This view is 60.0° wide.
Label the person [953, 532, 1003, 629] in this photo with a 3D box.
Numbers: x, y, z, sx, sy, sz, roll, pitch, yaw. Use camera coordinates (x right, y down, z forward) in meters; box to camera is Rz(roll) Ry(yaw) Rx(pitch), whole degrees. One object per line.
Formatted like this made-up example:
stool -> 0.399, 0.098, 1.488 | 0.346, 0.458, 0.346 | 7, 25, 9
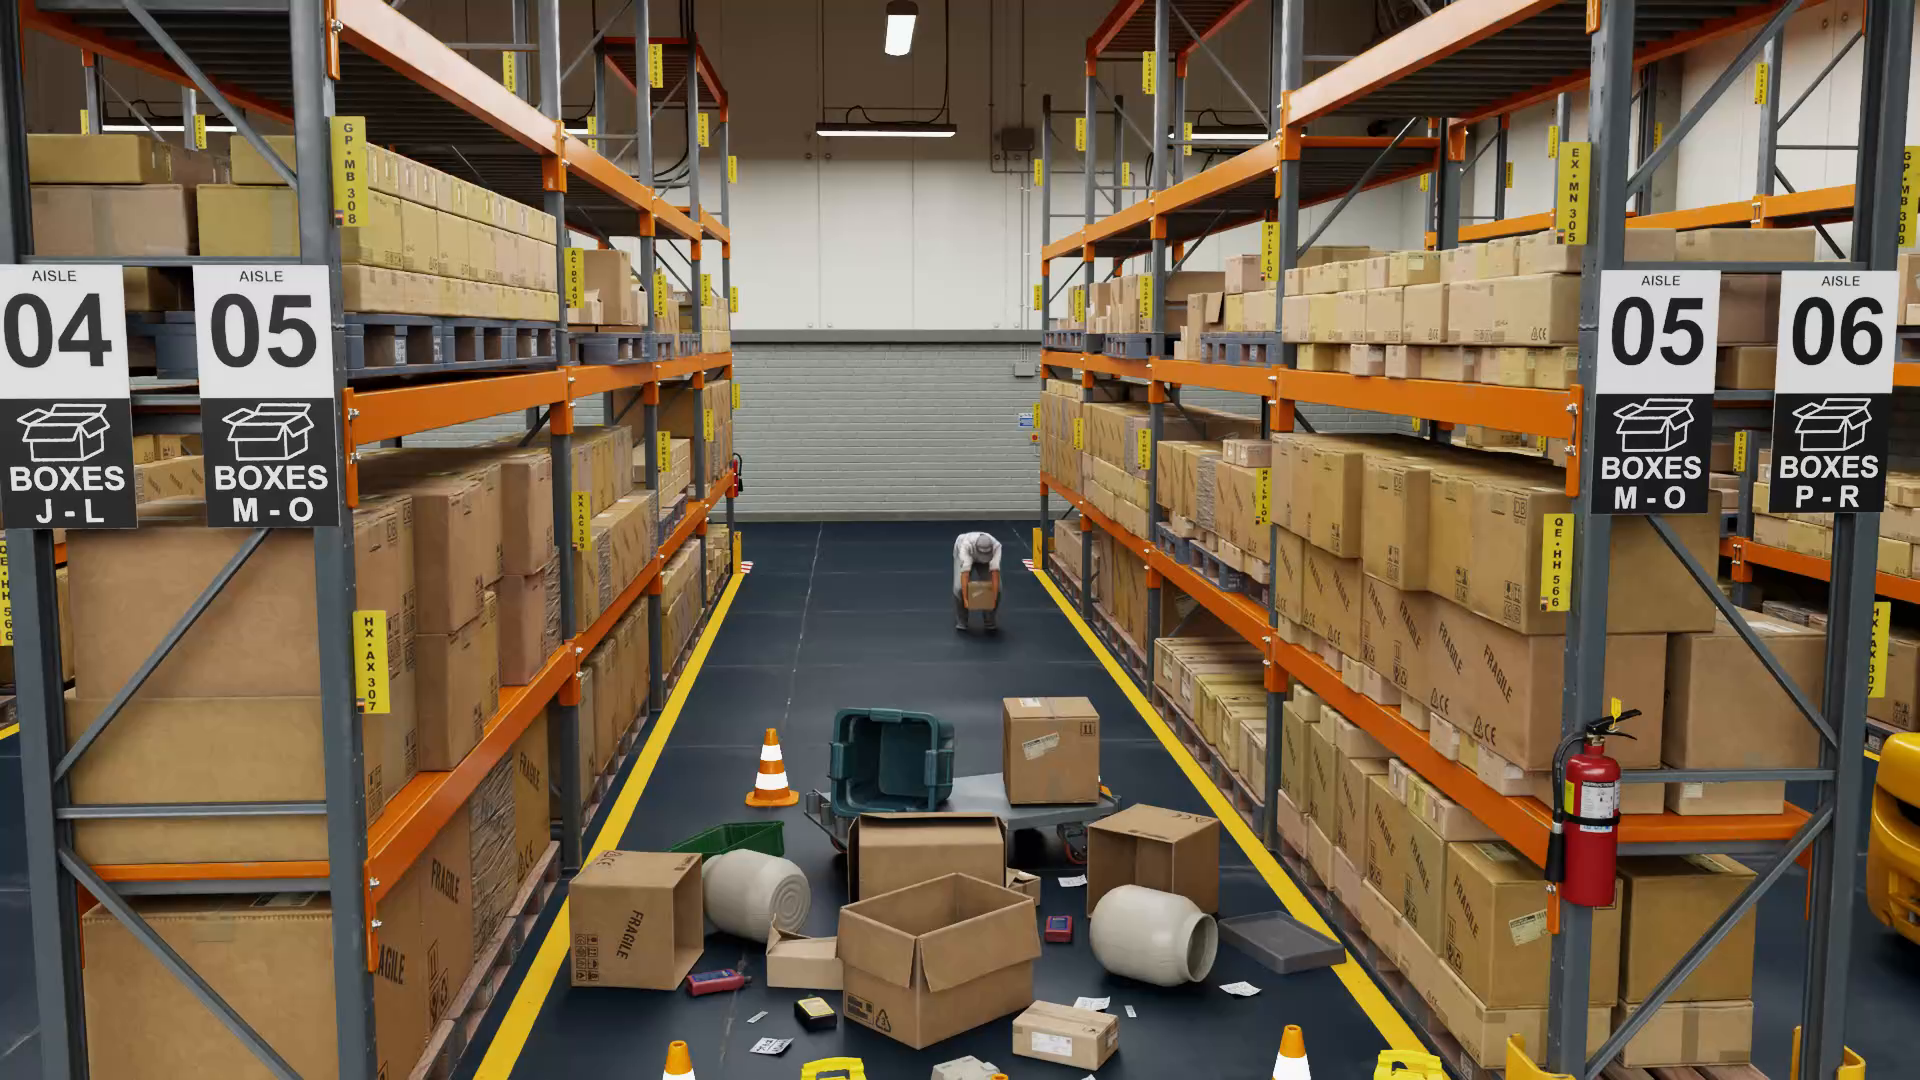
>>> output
person -> 0.186, 0.415, 16.976 | 0.512, 1.031, 0.938 | -1, 7, -7
